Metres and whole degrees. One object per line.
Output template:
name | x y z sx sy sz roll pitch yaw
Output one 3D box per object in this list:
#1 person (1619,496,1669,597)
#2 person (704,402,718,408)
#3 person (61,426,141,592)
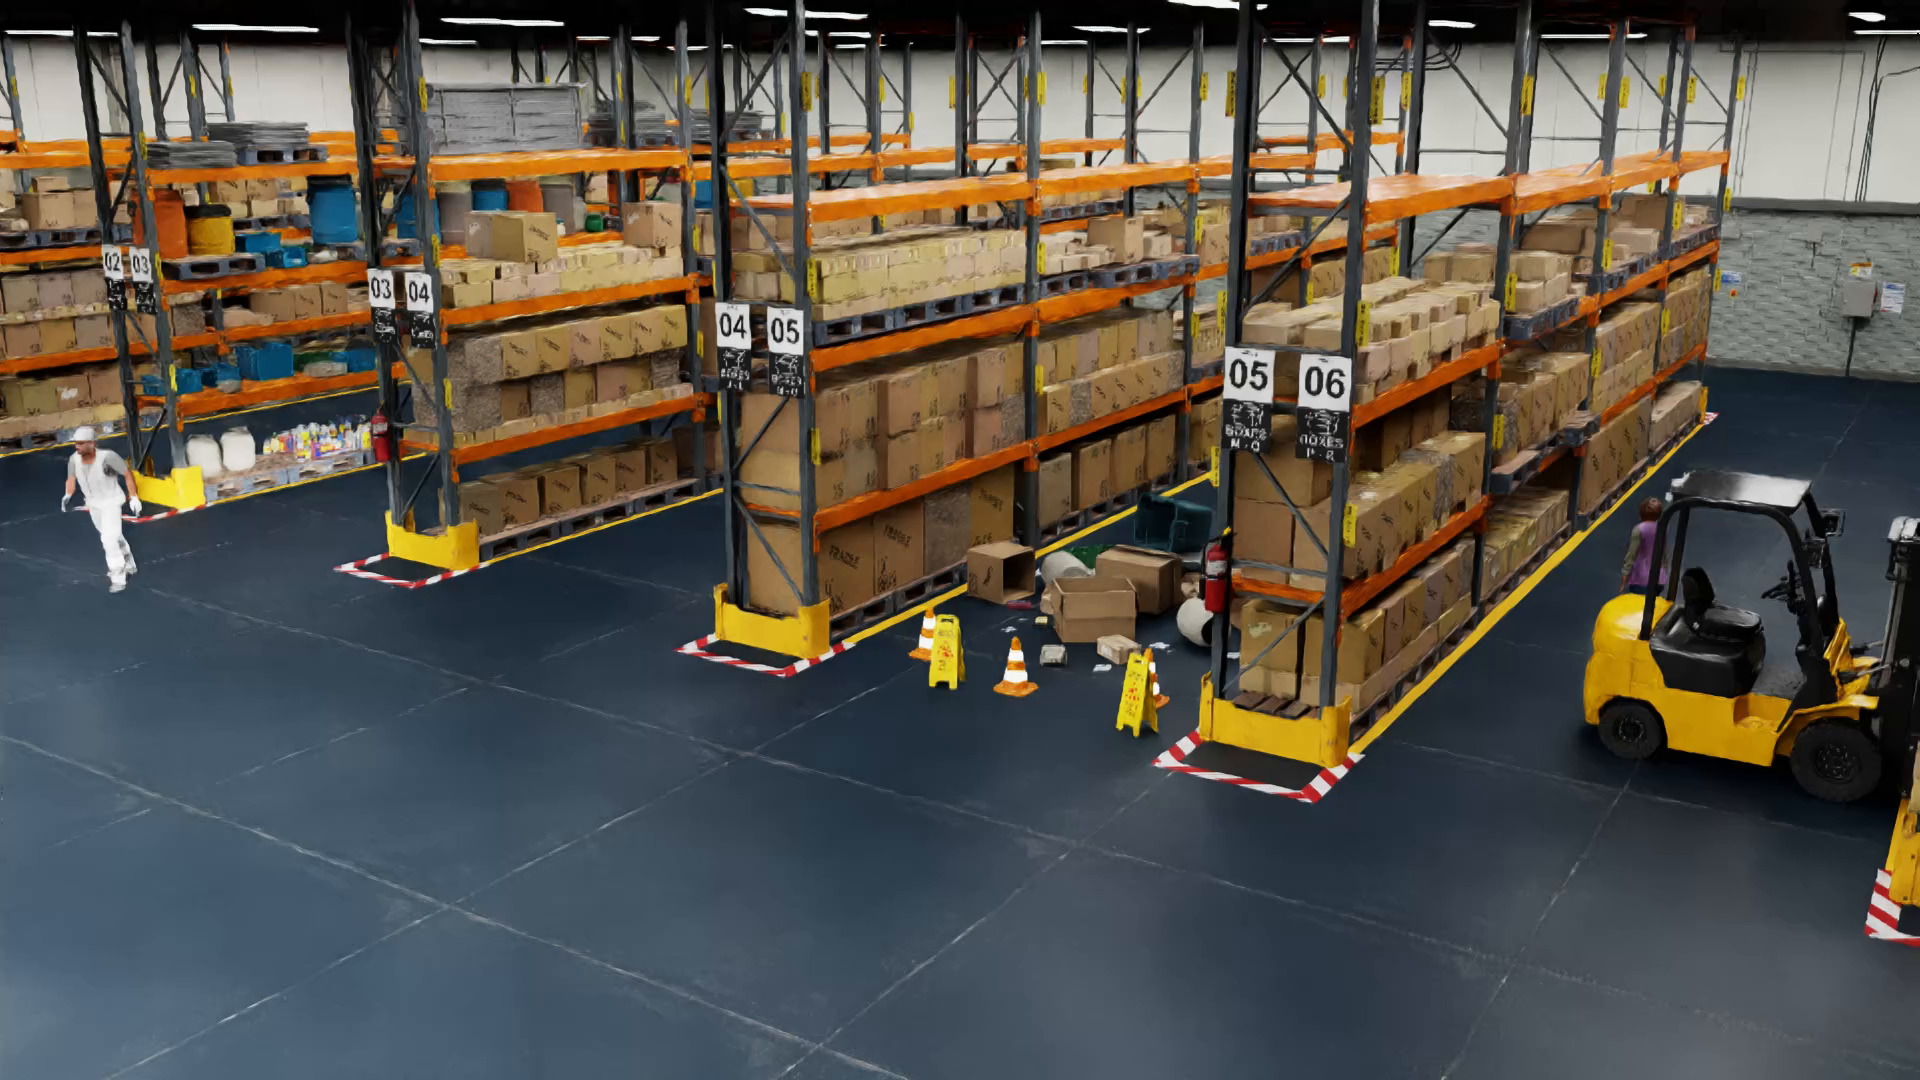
person | 6.085 0.380 14.832 0.523 1.592 0.527 -8 17 -26
person | -3.708 -2.925 26.744 0.479 1.563 1.082 9 18 30
person | -8.882 -0.366 17.294 0.686 1.716 0.838 5 16 16
